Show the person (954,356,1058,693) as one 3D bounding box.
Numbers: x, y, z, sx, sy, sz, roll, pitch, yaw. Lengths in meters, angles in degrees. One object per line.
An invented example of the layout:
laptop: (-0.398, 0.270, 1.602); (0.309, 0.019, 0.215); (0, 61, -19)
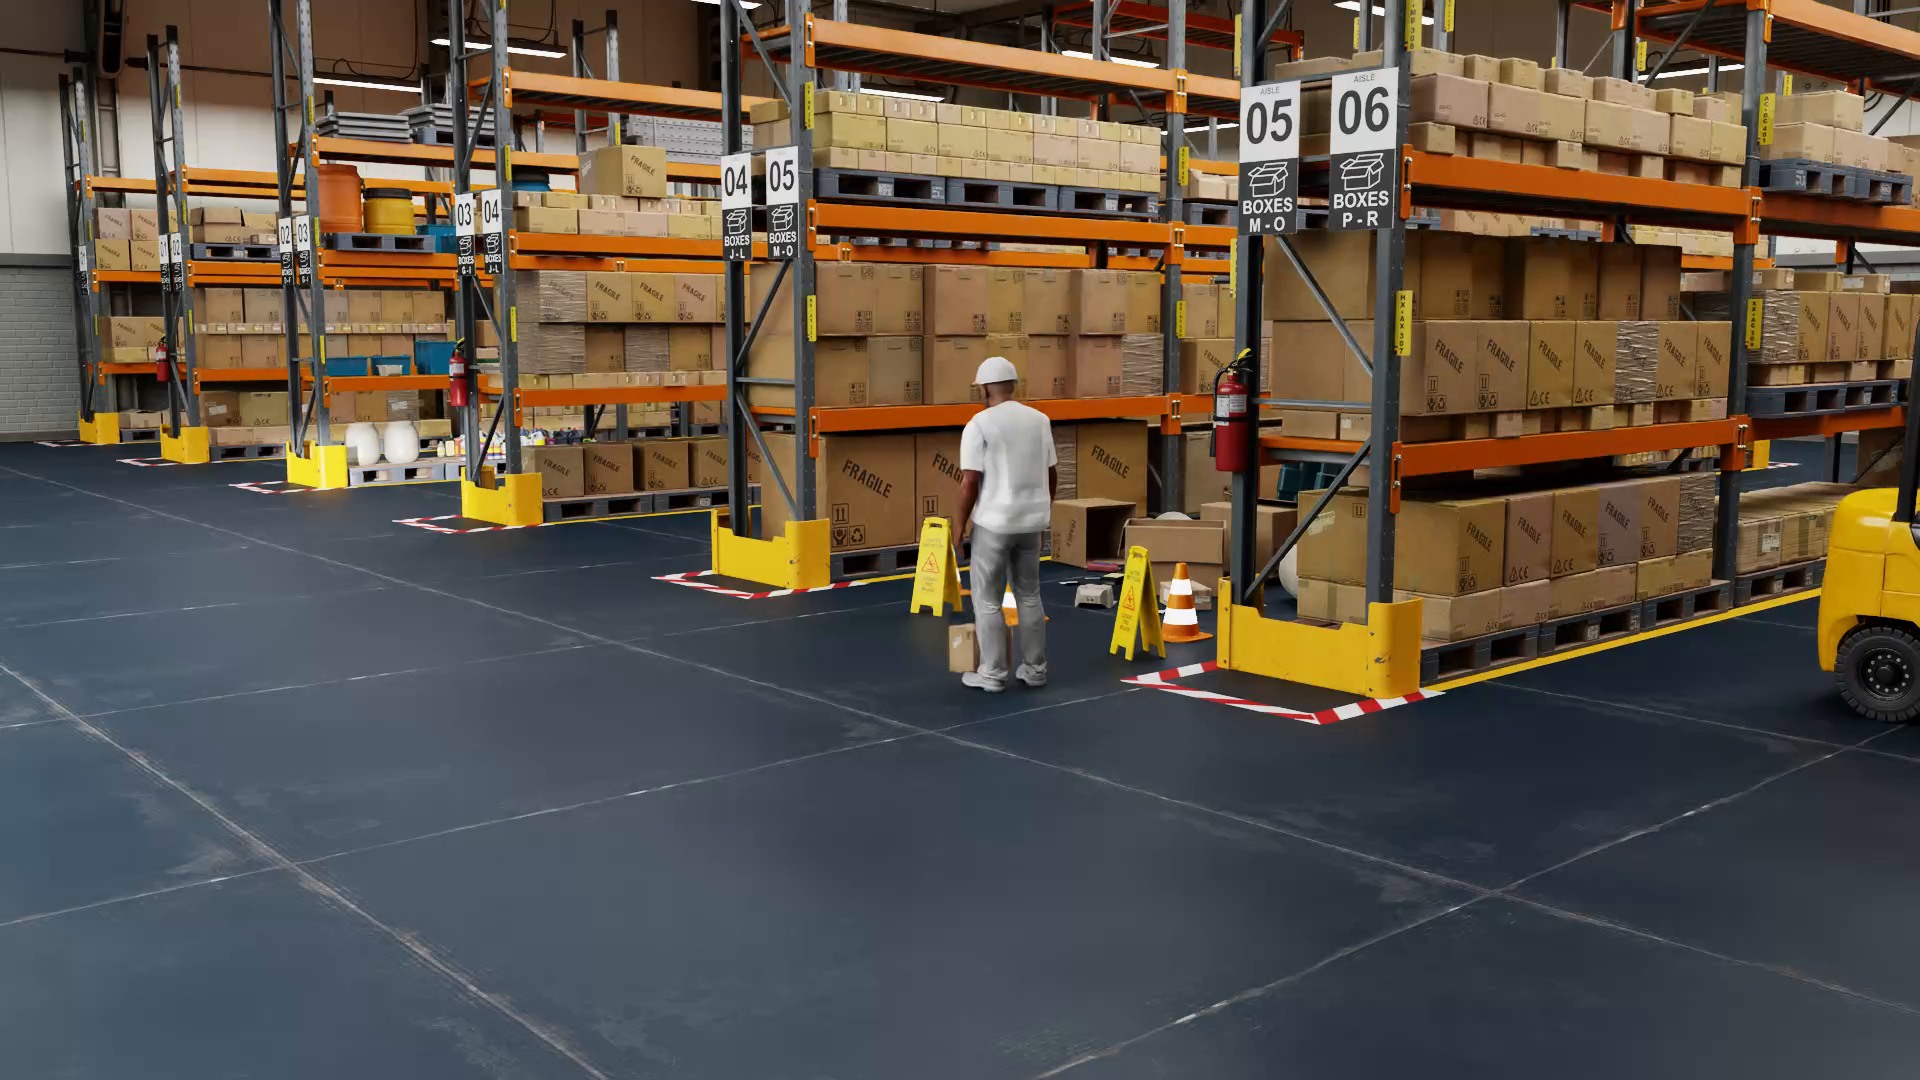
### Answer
person: (0.239, -0.087, 8.819); (0.607, 1.762, 0.449); (-4, 9, -31)
